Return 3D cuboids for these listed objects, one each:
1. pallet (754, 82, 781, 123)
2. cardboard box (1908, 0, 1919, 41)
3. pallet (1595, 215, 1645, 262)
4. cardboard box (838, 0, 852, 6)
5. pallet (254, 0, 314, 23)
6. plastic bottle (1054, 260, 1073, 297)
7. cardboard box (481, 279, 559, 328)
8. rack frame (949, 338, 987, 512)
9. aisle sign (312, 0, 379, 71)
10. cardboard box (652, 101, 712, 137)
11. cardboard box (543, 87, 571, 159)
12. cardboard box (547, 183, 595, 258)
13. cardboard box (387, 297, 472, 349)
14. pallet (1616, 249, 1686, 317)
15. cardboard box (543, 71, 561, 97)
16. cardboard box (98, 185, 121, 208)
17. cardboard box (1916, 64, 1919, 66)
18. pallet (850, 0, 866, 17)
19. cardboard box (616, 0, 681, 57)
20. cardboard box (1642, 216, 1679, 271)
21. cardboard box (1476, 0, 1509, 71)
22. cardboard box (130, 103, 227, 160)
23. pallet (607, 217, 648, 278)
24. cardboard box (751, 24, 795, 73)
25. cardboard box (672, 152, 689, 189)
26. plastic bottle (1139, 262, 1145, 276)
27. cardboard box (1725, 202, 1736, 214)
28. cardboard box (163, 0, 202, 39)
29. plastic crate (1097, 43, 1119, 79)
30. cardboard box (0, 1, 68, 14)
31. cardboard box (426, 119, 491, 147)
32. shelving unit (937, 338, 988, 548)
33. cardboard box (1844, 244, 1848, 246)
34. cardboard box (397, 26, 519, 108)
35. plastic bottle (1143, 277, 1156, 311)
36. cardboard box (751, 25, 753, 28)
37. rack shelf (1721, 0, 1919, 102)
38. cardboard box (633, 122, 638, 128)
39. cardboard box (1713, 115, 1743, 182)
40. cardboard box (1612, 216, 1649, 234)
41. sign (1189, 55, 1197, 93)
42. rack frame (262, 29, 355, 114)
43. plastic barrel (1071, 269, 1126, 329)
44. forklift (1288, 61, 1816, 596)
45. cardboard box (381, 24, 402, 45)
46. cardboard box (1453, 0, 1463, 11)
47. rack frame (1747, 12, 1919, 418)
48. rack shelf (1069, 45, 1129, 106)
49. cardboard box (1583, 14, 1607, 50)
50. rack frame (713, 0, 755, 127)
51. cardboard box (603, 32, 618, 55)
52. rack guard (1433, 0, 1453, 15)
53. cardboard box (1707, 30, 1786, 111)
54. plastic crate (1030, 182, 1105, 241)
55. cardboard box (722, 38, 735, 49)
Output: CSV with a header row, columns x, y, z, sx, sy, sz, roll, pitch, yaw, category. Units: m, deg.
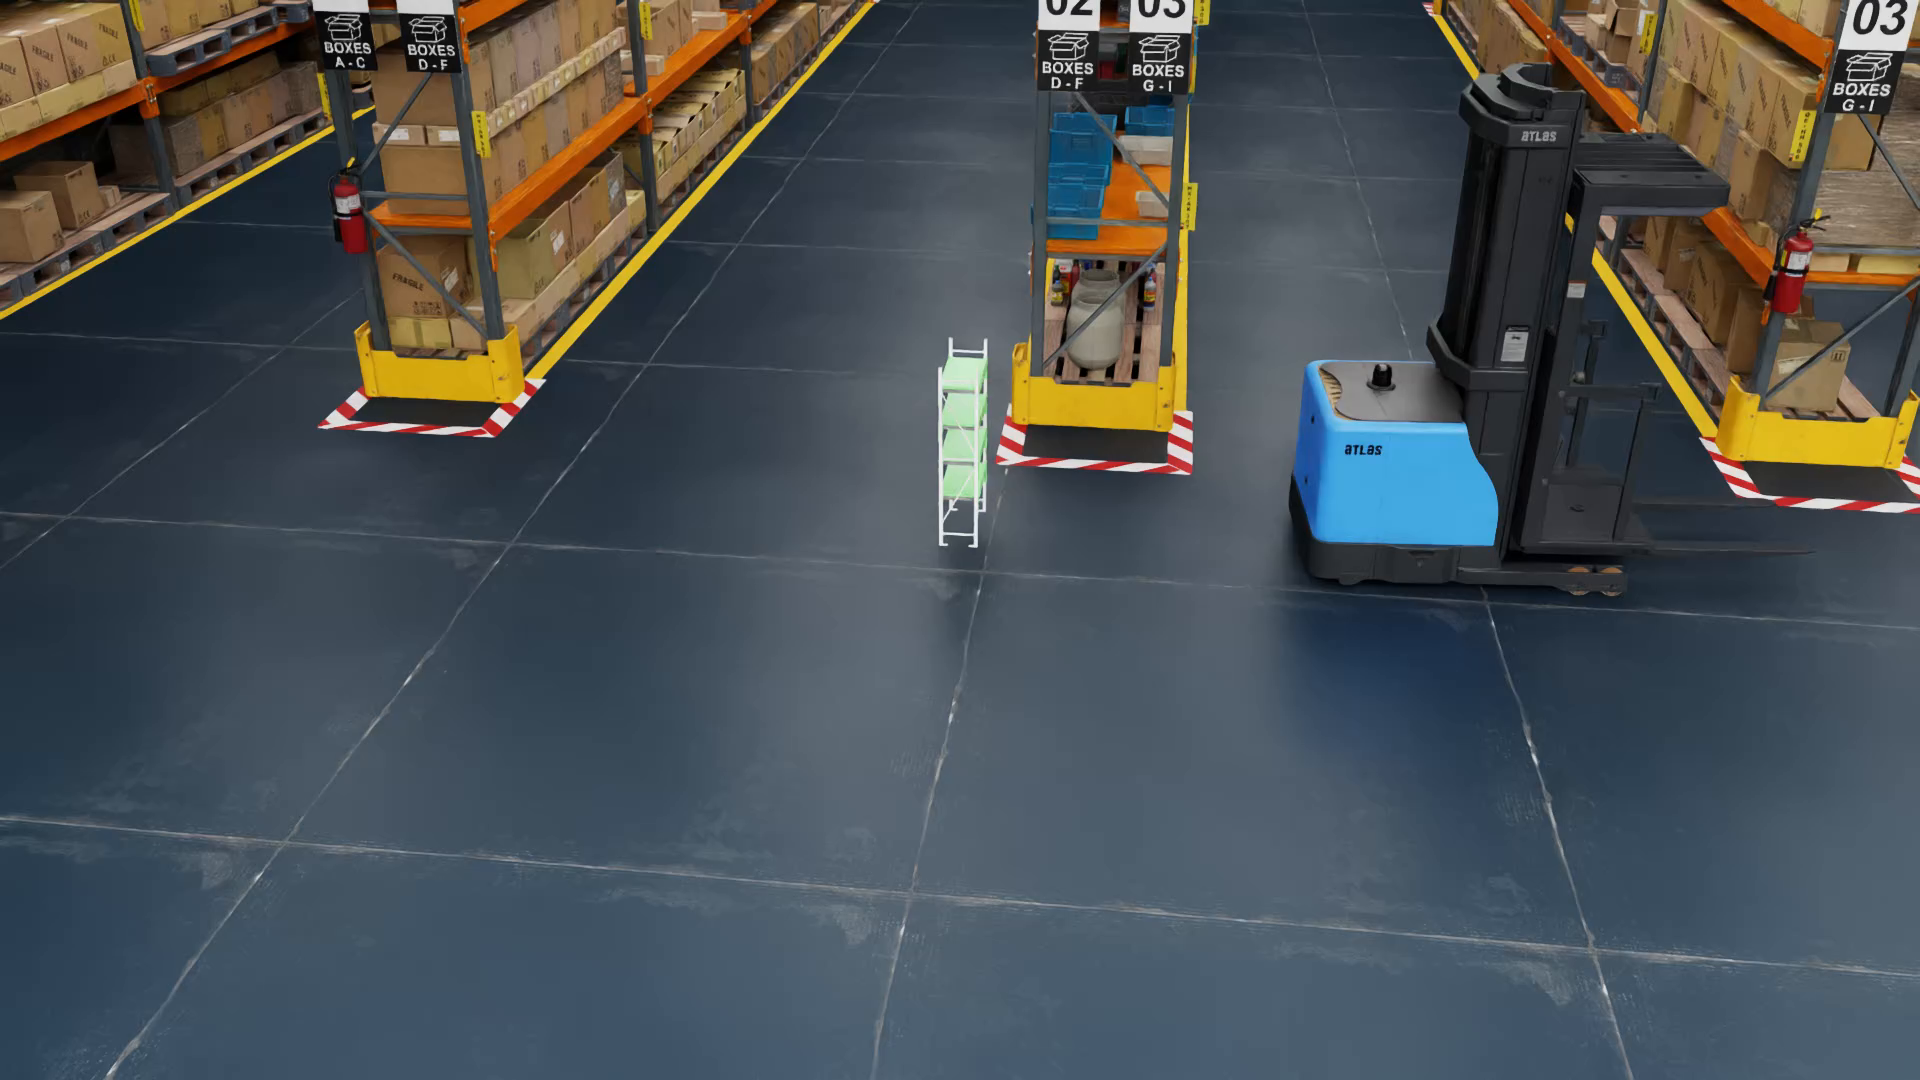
x,y,z,sx,sy,sz,roll,pitch,yaw,category
-2.798,-5.352,20.254,1.003,0.211,1.213,3,28,6,pallet
6.239,-3.353,10.600,0.500,0.250,0.500,4,29,8,cardboard box
6.508,-2.909,15.719,1.003,0.211,1.213,3,28,6,pallet
-1.916,-8.264,25.153,0.500,0.250,0.500,3,28,6,cardboard box
-7.826,-6.090,18.887,1.213,0.211,1.003,3,28,6,pallet
0.856,-2.177,13.827,0.152,0.276,0.135,4,29,7,plastic bottle
-3.564,-1.914,13.389,0.500,0.250,0.500,3,28,6,cardboard box
0.050,-0.721,10.615,0.240,1.200,0.015,3,28,6,rack frame
-4.207,-3.595,11.312,0.394,0.787,0.004,3,28,6,aisle sign
-2.933,-4.472,17.546,0.500,0.311,0.500,4,29,8,cardboard box
-3.651,-3.456,13.690,0.700,0.500,0.500,4,29,8,cardboard box
-3.435,-2.715,14.084,0.500,0.500,0.500,3,28,6,cardboard box
-4.135,-1.709,13.007,0.500,0.250,0.500,3,28,6,cardboard box
6.366,-2.224,14.448,1.003,0.211,1.213,3,28,6,pallet
-3.457,-3.690,13.439,0.380,0.149,0.250,4,29,7,cardboard box
-8.370,-3.326,16.077,0.380,0.166,0.250,0,28,0,cardboard box
11.887,-5.703,20.158,0.500,0.500,0.500,5,29,8,cardboard box
-2.053,-8.357,25.832,1.003,0.211,1.213,3,28,6,pallet
-3.181,-5.236,16.993,0.500,0.500,0.500,3,28,6,cardboard box
6.325,-2.668,14.525,0.500,0.500,0.500,3,28,5,cardboard box
7.335,-6.483,21.210,1.225,0.875,0.875,3,29,6,cardboard box
-8.247,-4.320,17.571,0.700,0.500,0.500,3,28,5,cardboard box
-3.557,-2.748,15.420,1.003,0.211,1.213,3,28,6,pallet
-2.404,-6.250,21.152,0.500,0.500,0.500,2,28,4,cardboard box
-3.058,-3.738,16.774,0.500,0.250,0.500,4,29,7,cardboard box
1.618,-2.414,14.268,0.152,0.276,0.135,4,29,7,plastic bottle
5.890,-2.512,12.307,0.380,0.149,0.250,3,28,6,cardboard box
-8.163,-5.372,16.781,0.700,0.500,0.500,6,29,11,cardboard box
1.254,-4.332,15.352,0.402,0.464,0.583,3,28,6,plastic crate
-8.599,-4.697,15.445,0.500,0.500,0.500,3,28,5,cardboard box
-3.646,-2.966,12.096,0.380,0.149,0.250,3,28,6,cardboard box
0.020,-0.606,10.402,0.258,1.200,0.503,3,28,6,shelving unit
6.245,-2.013,11.382,0.380,0.149,0.250,3,28,6,cardboard box
-3.772,-3.572,12.536,0.700,0.500,0.500,3,28,5,cardboard box
1.539,-2.003,13.510,0.097,0.271,0.097,0,28,0,plastic bottle
-2.924,-6.268,21.186,0.500,0.500,0.500,2,28,4,cardboard box
6.169,-3.832,12.089,1.077,0.370,4.000,3,28,6,rack shelf
-3.531,-4.256,17.144,0.500,0.311,0.500,3,28,6,cardboard box
6.064,-2.795,12.148,0.875,0.500,0.500,3,28,6,cardboard box
6.510,-3.151,15.400,0.700,0.500,0.500,1,28,2,cardboard box
2.043,-4.143,14.777,0.100,0.325,0.005,3,28,6,sign
-7.844,-6.516,19.475,1.000,3.000,0.127,3,28,6,rack frame
1.074,-1.815,12.928,0.421,0.512,0.421,0,28,0,plastic barrel
3.627,-1.215,9.708,3.031,2.935,1.130,1,28,2,forklift
-7.510,-6.505,21.279,0.750,0.750,0.750,3,28,6,cardboard box
7.885,-8.362,24.699,0.875,0.875,0.875,3,28,6,cardboard box
5.923,-1.887,10.882,1.000,3.000,0.127,3,28,6,rack frame
1.743,-4.683,16.830,1.077,0.370,4.000,3,28,6,rack shelf
6.470,-4.996,16.369,0.500,0.250,0.500,3,28,5,cardboard box
-2.928,-6.230,18.944,1.000,3.000,0.127,3,28,6,rack frame
-3.271,-4.420,14.795,0.380,0.149,0.250,3,28,5,cardboard box
7.887,-8.329,25.476,1.175,0.500,0.348,3,28,6,rack guard
5.934,-3.481,12.368,0.500,0.500,0.500,3,28,6,cardboard box
0.772,-2.362,11.921,0.499,0.251,0.616,3,28,6,plastic crate
-3.043,-6.134,20.147,0.500,0.250,0.500,4,29,8,cardboard box
